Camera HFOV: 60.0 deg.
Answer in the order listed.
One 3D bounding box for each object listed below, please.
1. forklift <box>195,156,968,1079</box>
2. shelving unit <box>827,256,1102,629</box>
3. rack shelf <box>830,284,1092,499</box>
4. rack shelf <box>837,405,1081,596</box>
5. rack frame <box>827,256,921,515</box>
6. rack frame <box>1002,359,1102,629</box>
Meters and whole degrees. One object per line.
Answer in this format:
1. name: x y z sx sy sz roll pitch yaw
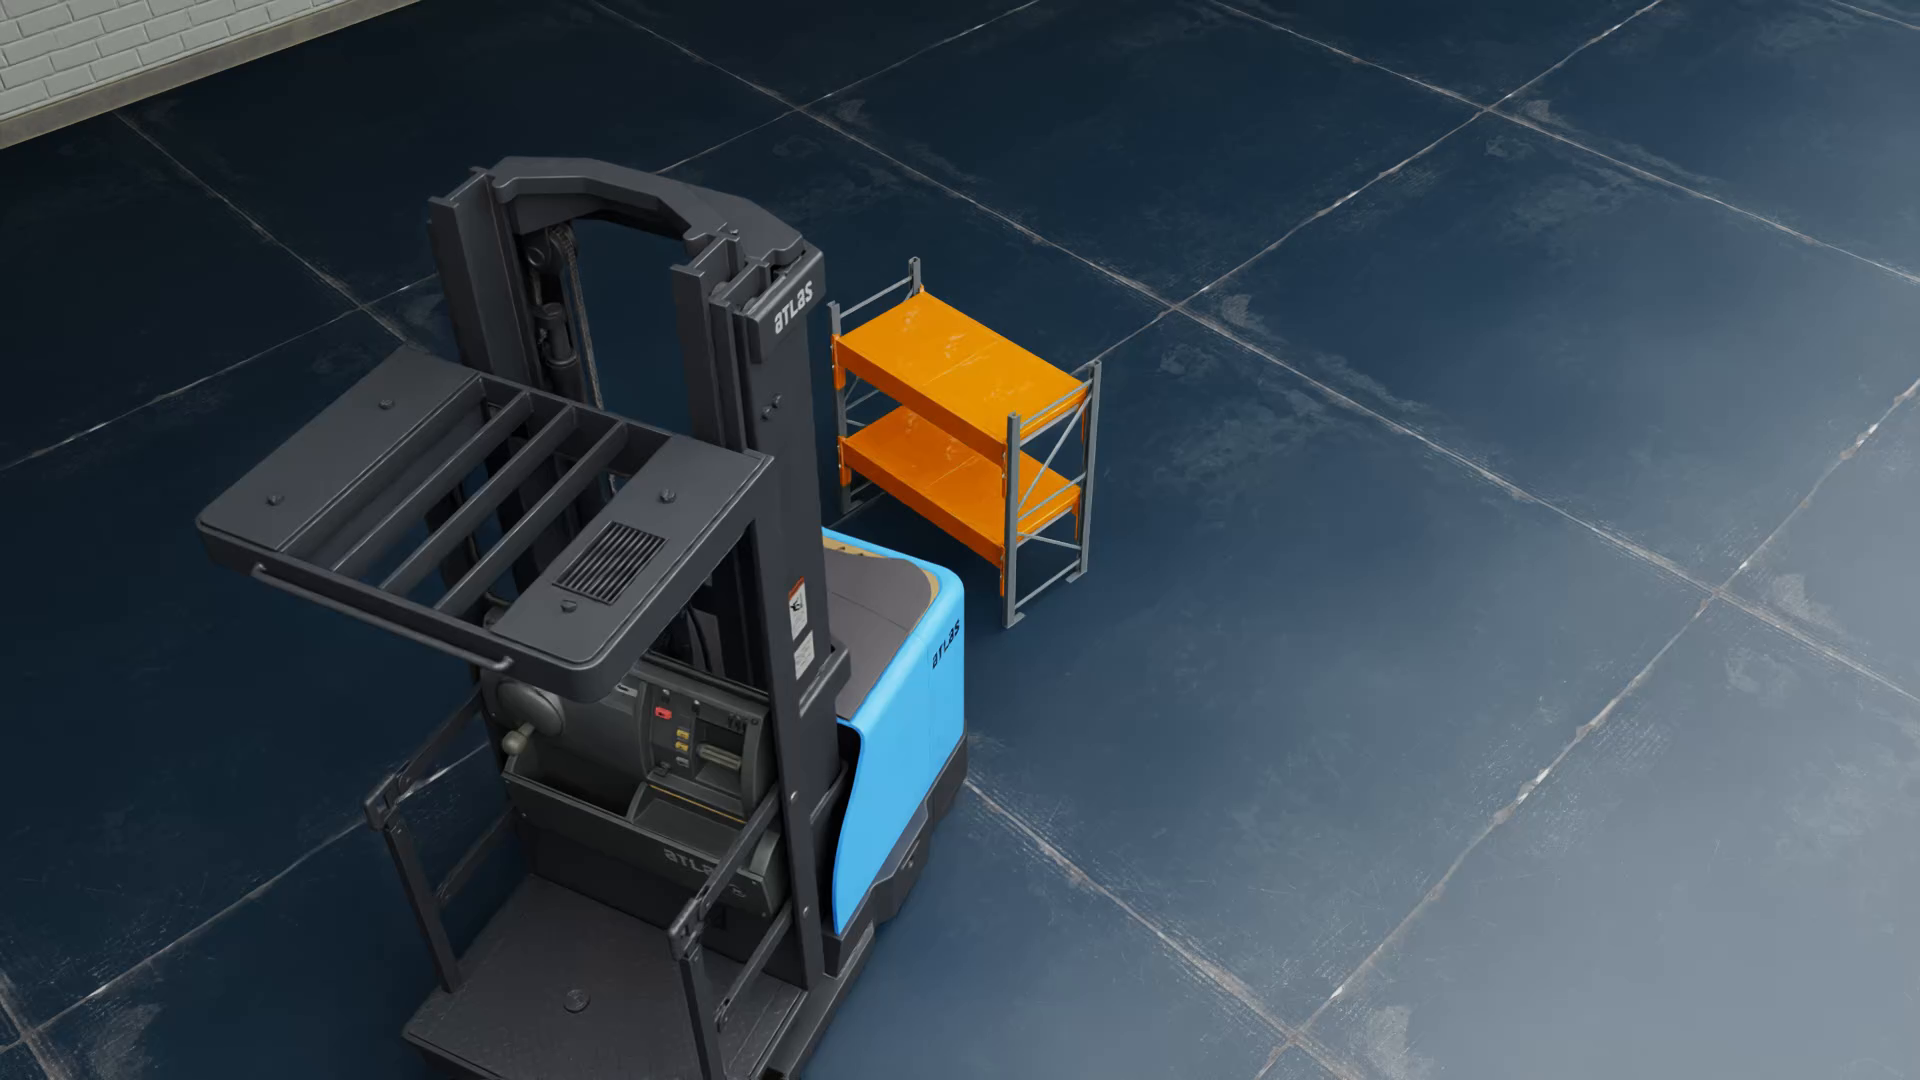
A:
1. forklift: -1.056 0.590 4.570 1.130 2.935 3.031 18 46 18
2. shelving unit: 0.005 -0.410 6.982 0.538 1.125 1.048 -34 53 -31
3. rack shelf: 0.005 -0.625 6.783 0.538 0.278 1.000 -34 53 -31
4. rack shelf: 0.005 -0.230 7.148 0.538 0.278 1.000 -34 53 -31
5. rack frame: -0.354 -0.654 7.246 0.500 1.125 0.032 -34 53 -31
6. rack frame: 0.364 -0.166 6.718 0.500 1.125 0.032 -34 53 -31
